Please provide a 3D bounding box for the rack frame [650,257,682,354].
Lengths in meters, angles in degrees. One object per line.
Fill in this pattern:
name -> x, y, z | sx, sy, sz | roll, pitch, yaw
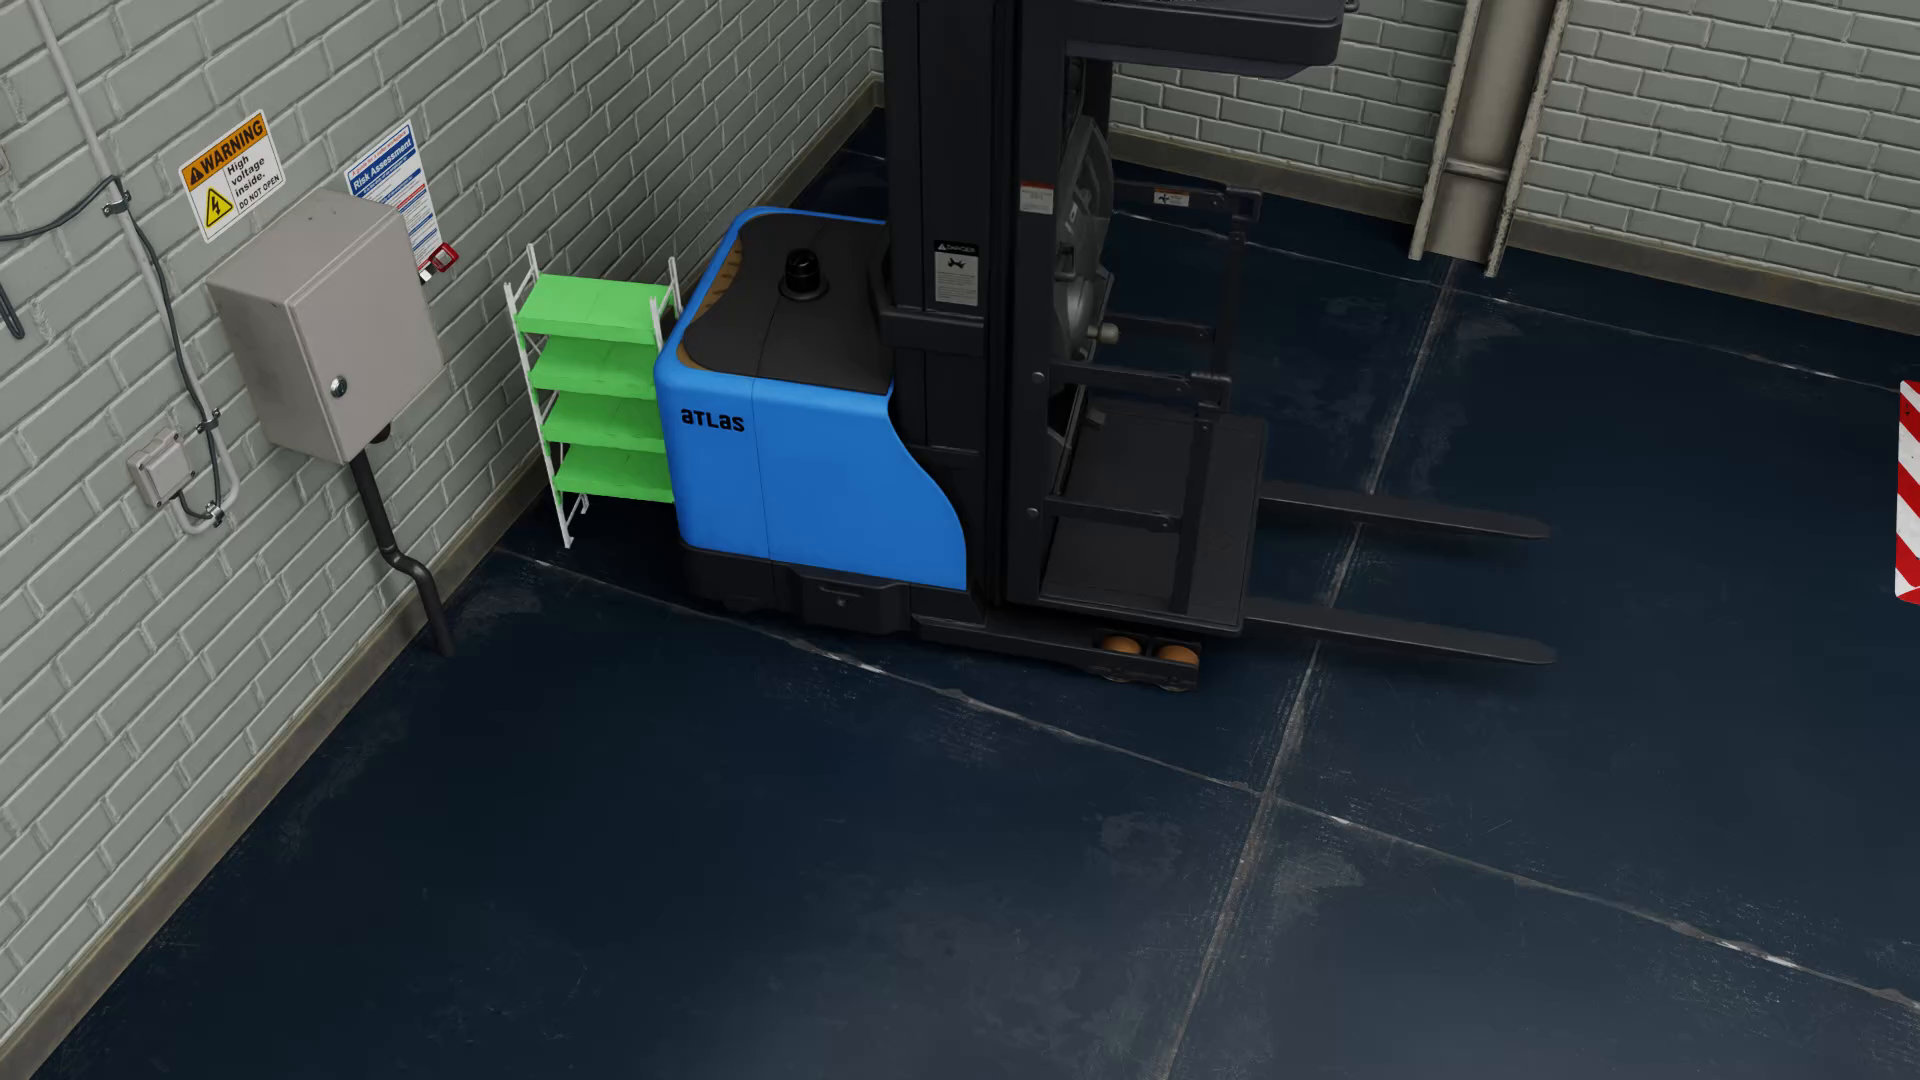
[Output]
rack frame -> -0.968, -0.425, 5.827 | 0.015, 1.200, 0.240 | 6, 45, 6

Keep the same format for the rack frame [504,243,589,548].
rack frame -> -1.450, -0.479, 5.881 | 0.015, 1.200, 0.240 | 6, 45, 6

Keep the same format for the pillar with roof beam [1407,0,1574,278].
pillar with roof beam -> 0.611, -1.712, 1.591 | 0.400, 9.000, 9.100 | 16, 47, 16

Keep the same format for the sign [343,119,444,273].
sign -> -1.769, -1.025, 5.221 | 0.001, 0.494, 0.329 | 16, 47, 16

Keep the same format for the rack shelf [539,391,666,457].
rack shelf -> -1.209, -0.407, 5.899 | 0.480, 0.148, 0.258 | 6, 45, 6

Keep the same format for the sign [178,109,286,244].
sign -> -1.980, -0.994, 4.537 | 0.001, 0.242, 0.339 | 16, 47, 16

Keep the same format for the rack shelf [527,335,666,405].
rack shelf -> -1.209, -0.577, 5.729 | 0.480, 0.148, 0.258 | 6, 45, 6

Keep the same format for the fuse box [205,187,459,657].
fuse box -> -1.768, -0.224, 5.262 | 0.414, 1.711, 0.539 | 16, 47, 16

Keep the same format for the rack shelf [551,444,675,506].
rack shelf -> -1.209, -0.237, 6.068 | 0.480, 0.148, 0.258 | 6, 45, 6

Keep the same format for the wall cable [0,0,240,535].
wall cable -> -2.176, -0.640, 4.046 | 0.122, 1.984, 0.588 | 16, 47, 16

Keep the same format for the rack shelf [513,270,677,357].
rack shelf -> -1.209, -0.747, 5.560 | 0.480, 0.148, 0.258 | 6, 45, 6

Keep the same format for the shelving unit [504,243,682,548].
shelving unit -> -1.209, -0.452, 5.854 | 0.503, 1.200, 0.258 | 6, 45, 6

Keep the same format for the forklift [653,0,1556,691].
forklift -> 0.571, -0.931, 5.107 | 3.031, 2.935, 1.130 | 9, 46, 9
